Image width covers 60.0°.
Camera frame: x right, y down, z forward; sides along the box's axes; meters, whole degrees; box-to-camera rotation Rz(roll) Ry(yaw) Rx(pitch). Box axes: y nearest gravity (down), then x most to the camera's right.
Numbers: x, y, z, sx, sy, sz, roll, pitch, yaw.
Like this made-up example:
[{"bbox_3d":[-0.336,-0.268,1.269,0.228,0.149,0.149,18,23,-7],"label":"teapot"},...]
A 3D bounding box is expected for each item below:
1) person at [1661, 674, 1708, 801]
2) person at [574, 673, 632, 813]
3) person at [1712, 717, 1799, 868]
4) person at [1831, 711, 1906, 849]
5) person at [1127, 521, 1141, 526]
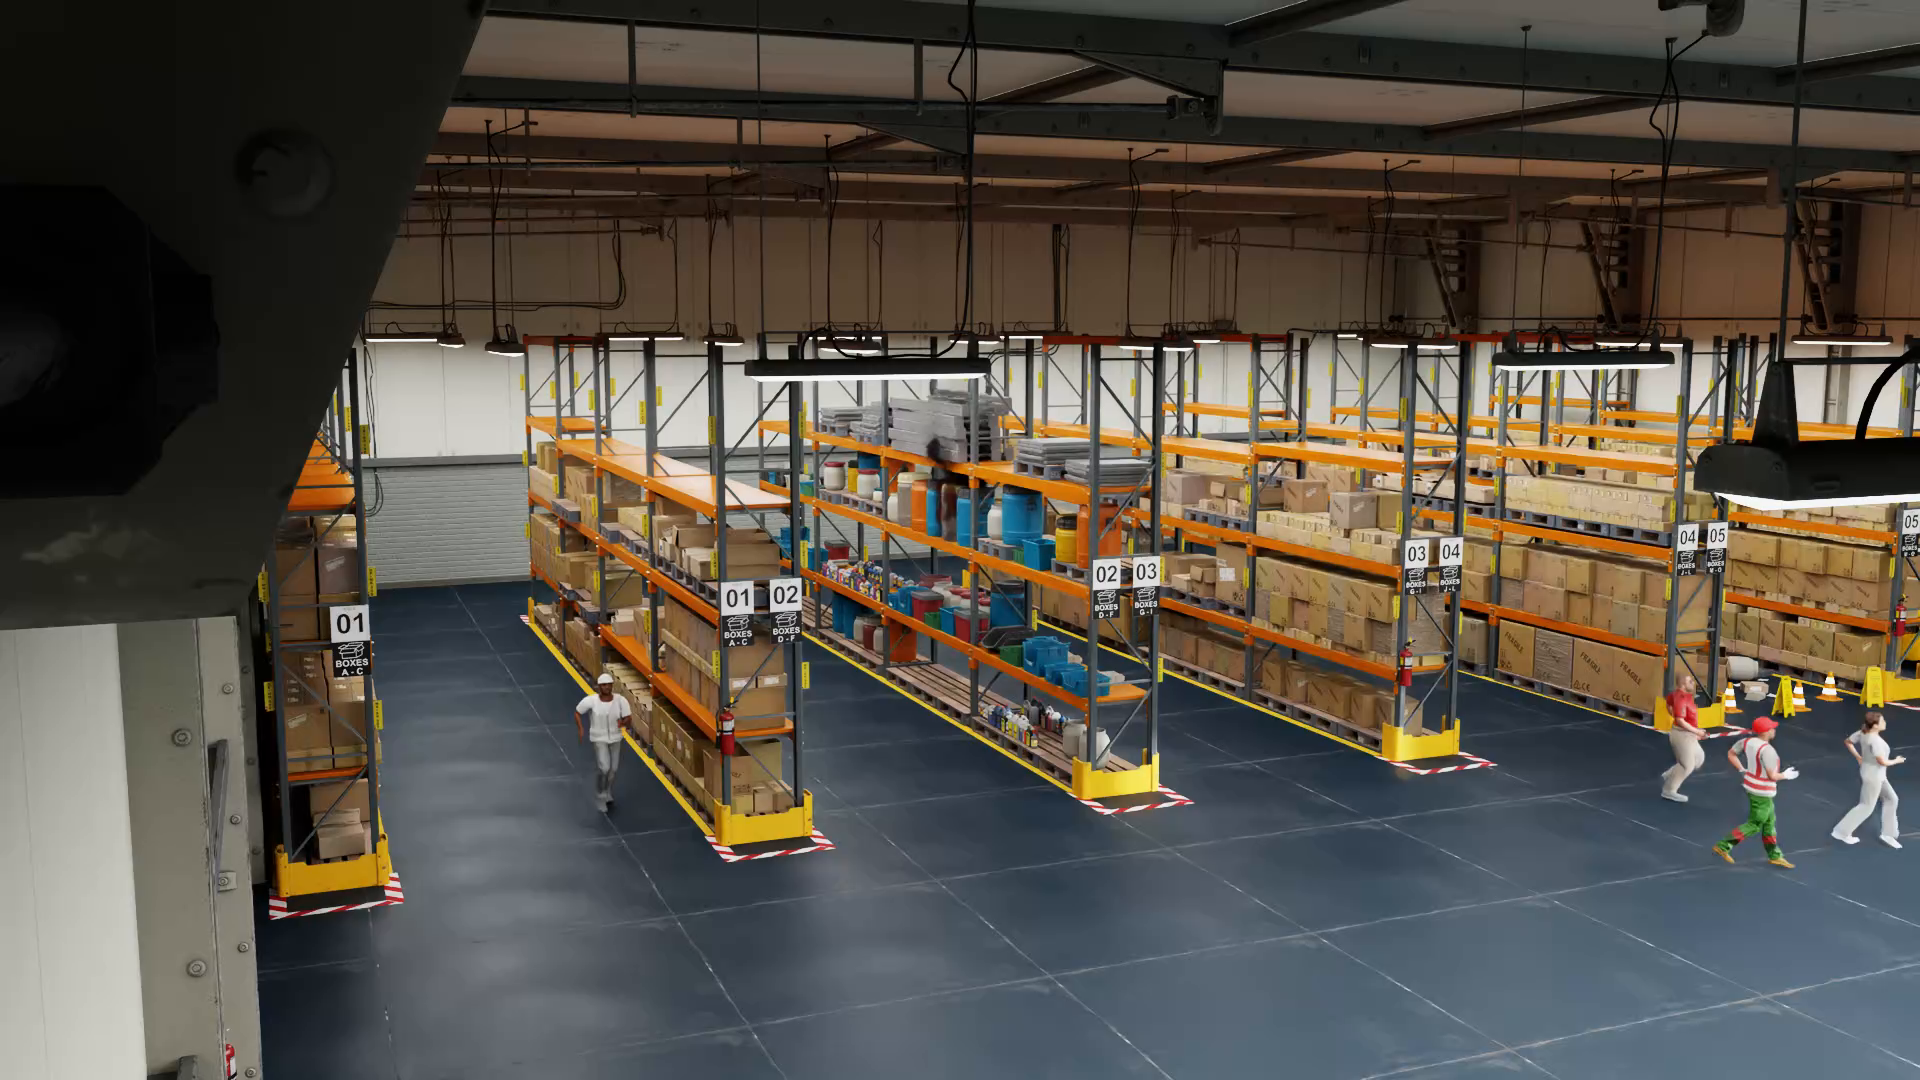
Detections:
[{"bbox_3d":[9.560,2.599,21.915,0.527,1.682,0.673,3,8,20],"label":"person"},{"bbox_3d":[-4.567,2.615,21.479,0.671,1.801,0.728,-4,9,-29],"label":"person"},{"bbox_3d":[9.152,2.904,19.059,0.987,1.799,0.653,0,8,2],"label":"person"},{"bbox_3d":[10.932,2.878,19.943,0.819,1.695,0.570,2,8,14],"label":"person"},{"bbox_3d":[4.262,0.089,41.012,0.658,1.658,0.665,6,10,39],"label":"person"}]
